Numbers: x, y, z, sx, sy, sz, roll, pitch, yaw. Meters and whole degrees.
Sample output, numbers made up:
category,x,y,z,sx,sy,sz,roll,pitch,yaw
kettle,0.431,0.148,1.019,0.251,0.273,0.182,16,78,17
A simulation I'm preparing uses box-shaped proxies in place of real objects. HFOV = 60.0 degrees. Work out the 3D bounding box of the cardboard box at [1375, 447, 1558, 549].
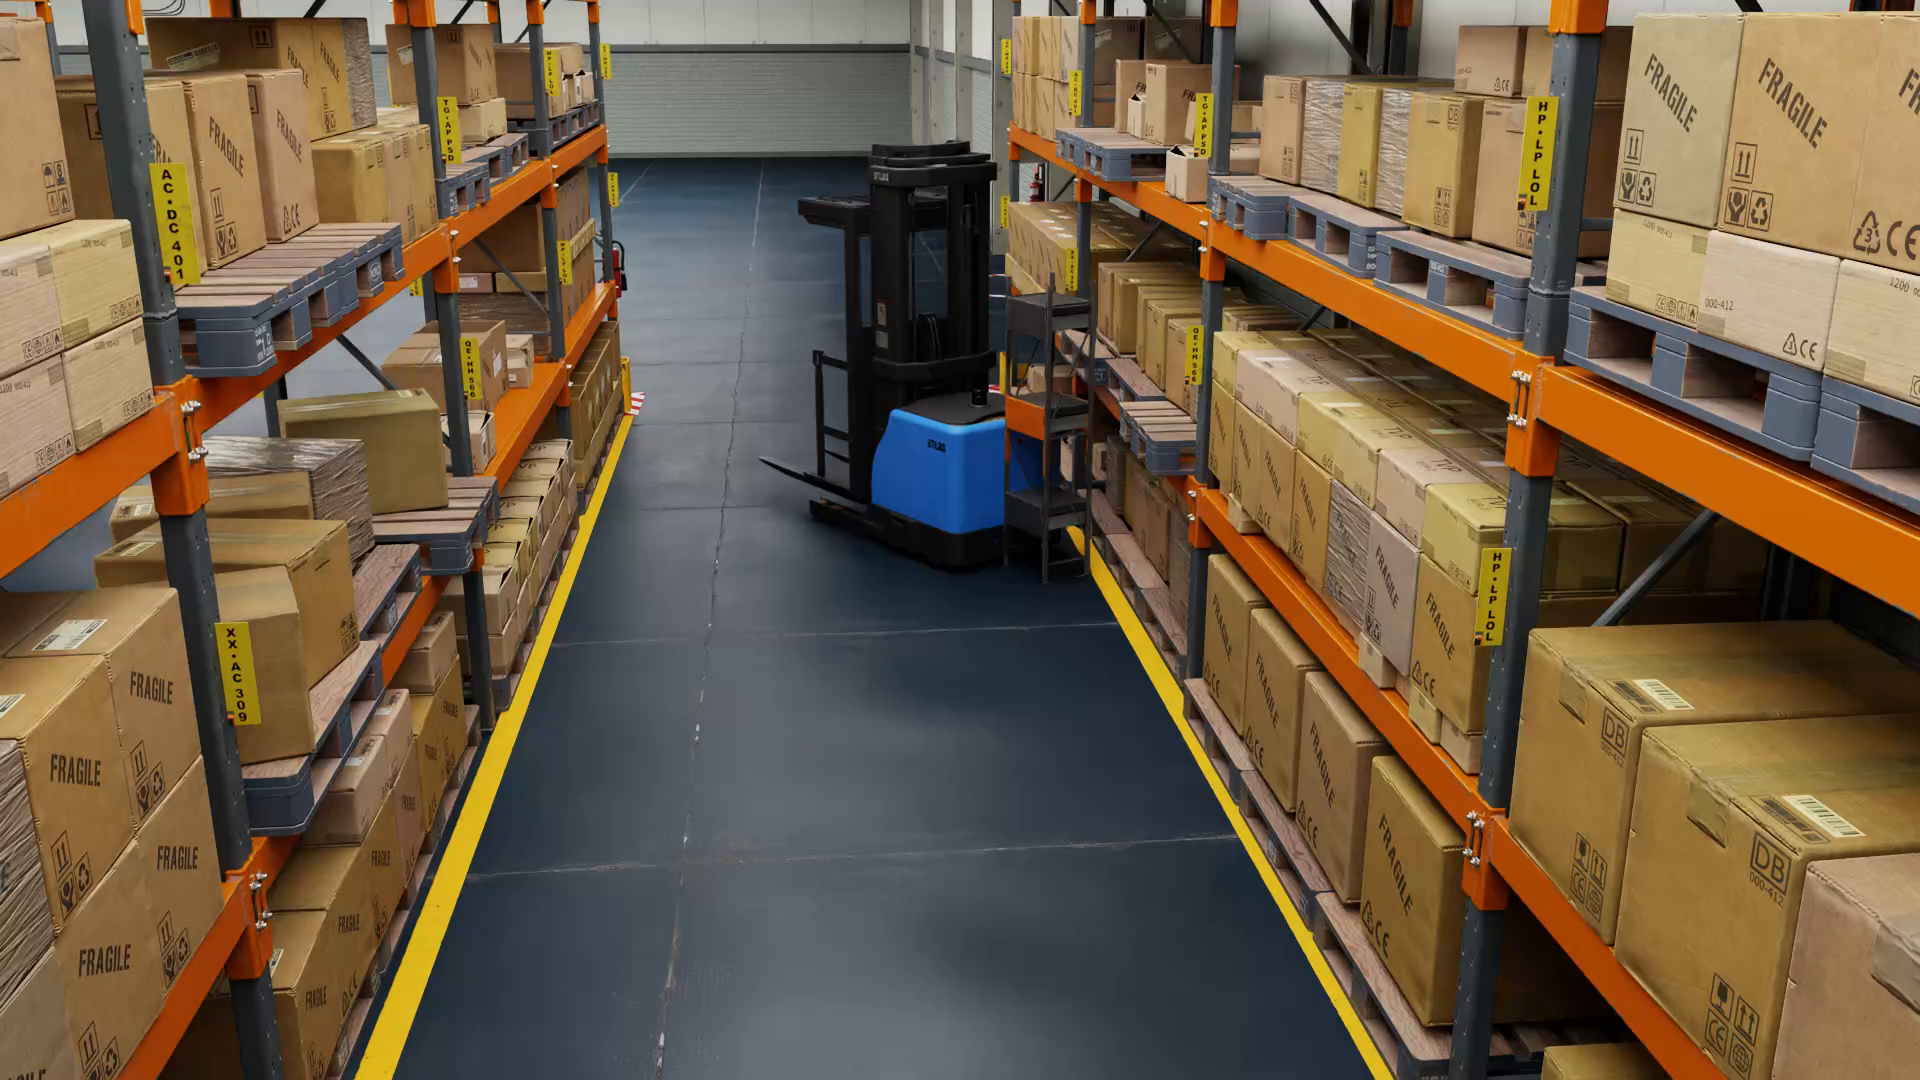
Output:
category,x,y,z,sx,sy,sz,roll,pitch,yaw
cardboard box,1.889,-0.163,6.241,0.500,0.250,0.500,-1,17,-4

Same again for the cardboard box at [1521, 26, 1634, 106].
category,x,y,z,sx,sy,sz,roll,pitch,yaw
cardboard box,2.275,-1.635,5.717,0.500,0.250,0.500,-1,17,-2

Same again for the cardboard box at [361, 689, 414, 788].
category,x,y,z,sx,sy,sz,roll,pitch,yaw
cardboard box,-2.655,0.857,7.125,0.500,0.250,0.500,-2,18,-7

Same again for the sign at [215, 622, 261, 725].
category,x,y,z,sx,sy,sz,roll,pitch,yaw
sign,-2.153,0.399,4.952,0.100,0.325,0.005,-2,18,-6

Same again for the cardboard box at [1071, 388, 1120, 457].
category,x,y,z,sx,sy,sz,roll,pitch,yaw
cardboard box,1.263,-1.031,14.393,0.500,0.500,0.500,-3,18,-10

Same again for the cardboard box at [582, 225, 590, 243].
category,x,y,z,sx,sy,sz,roll,pitch,yaw
cardboard box,-3.646,-2.839,15.462,0.380,0.149,0.250,-2,18,-6

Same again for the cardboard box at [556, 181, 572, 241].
category,x,y,z,sx,sy,sz,roll,pitch,yaw
cardboard box,-3.724,-2.799,14.253,0.700,0.500,0.500,-2,18,-6

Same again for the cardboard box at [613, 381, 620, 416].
category,x,y,z,sx,sy,sz,roll,pitch,yaw
cardboard box,-3.517,-1.333,15.804,0.500,0.250,0.500,-2,18,-6

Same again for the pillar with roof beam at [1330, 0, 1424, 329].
category,x,y,z,sx,sy,sz,roll,pitch,yaw
pillar with roof beam,-1.733,-3.658,9.304,9.100,9.000,0.400,-2,18,-6

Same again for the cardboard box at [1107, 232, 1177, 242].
category,x,y,z,sx,sy,sz,roll,pitch,yaw
cardboard box,1.520,-2.303,13.969,0.500,0.500,0.500,-2,18,-6

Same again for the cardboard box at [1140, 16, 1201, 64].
category,x,y,z,sx,sy,sz,roll,pitch,yaw
cardboard box,1.644,-3.826,12.980,0.500,0.500,0.500,-1,17,-4

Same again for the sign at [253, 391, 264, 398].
category,x,y,z,sx,sy,sz,roll,pitch,yaw
sign,-3.656,-0.894,8.585,0.100,0.325,0.005,-2,18,-6

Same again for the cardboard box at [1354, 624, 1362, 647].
category,x,y,z,sx,sy,sz,roll,pitch,yaw
cardboard box,1.842,0.391,6.810,0.380,0.149,0.250,-2,18,-6

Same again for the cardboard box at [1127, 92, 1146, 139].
category,x,y,z,sx,sy,sz,roll,pitch,yaw
cardboard box,1.450,-2.946,11.494,0.500,0.311,0.500,-1,17,-4

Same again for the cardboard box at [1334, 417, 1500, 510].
category,x,y,z,sx,sy,sz,roll,pitch,yaw
cardboard box,1.837,-0.315,6.725,0.500,0.250,0.500,-1,17,-5

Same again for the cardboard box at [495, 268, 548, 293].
category,x,y,z,sx,sy,sz,roll,pitch,yaw
cardboard box,-3.352,-1.995,12.774,0.380,0.149,0.250,-2,18,-6

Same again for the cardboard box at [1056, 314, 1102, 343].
category,x,y,z,sx,sy,sz,roll,pitch,yaw
cardboard box,1.060,-1.776,13.543,0.500,0.250,0.500,-2,18,-6

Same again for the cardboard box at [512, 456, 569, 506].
category,x,y,z,sx,sy,sz,roll,pitch,yaw
cardboard box,-3.130,-0.441,12.028,0.500,0.311,0.500,-1,17,-4

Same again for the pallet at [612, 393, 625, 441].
category,x,y,z,sx,sy,sz,roll,pitch,yaw
pallet,-3.809,-1.187,16.105,1.003,0.211,1.213,-2,18,-6

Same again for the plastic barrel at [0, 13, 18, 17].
category,x,y,z,sx,sy,sz,roll,pitch,yaw
plastic barrel,-8.680,-4.287,14.899,0.600,0.830,0.708,-2,18,-6

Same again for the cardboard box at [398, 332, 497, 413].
category,x,y,z,sx,sy,sz,roll,pitch,yaw
cardboard box,-3.348,-1.064,10.892,0.500,0.500,0.500,-2,18,-6

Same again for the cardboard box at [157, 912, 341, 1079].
category,x,y,z,sx,sy,sz,roll,pitch,yaw
cardboard box,-2.499,1.663,5.812,0.500,0.500,0.500,-3,18,-8

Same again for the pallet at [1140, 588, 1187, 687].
category,x,y,z,sx,sy,sz,roll,pitch,yaw
pallet,1.743,0.583,10.467,1.003,0.211,1.213,-2,18,-6

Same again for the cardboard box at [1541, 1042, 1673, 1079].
category,x,y,z,sx,sy,sz,roll,pitch,yaw
cardboard box,2.210,1.896,5.103,0.700,0.500,0.500,-2,17,-5

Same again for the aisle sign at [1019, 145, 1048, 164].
category,x,y,z,sx,sy,sz,roll,pitch,yaw
aisle sign,0.692,-4.150,16.549,0.394,0.787,0.004,-2,18,-6

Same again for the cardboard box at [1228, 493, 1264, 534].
category,x,y,z,sx,sy,sz,roll,pitch,yaw
cardboard box,1.587,-0.142,8.506,0.380,0.149,0.250,-1,17,-4

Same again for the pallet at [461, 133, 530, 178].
category,x,y,z,sx,sy,sz,roll,pitch,yaw
pallet,-3.413,-2.629,11.356,0.805,0.209,1.217,-2,18,-8

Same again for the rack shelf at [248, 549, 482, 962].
category,x,y,z,sx,sy,sz,roll,pitch,yaw
rack shelf,-2.898,0.579,7.026,1.077,0.370,4.000,-2,18,-6

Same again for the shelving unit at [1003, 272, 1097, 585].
category,x,y,z,sx,sy,sz,roll,pitch,yaw
shelving unit,0.621,-0.779,11.651,0.431,2.100,0.503,-11,20,-31

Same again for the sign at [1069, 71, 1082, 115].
category,x,y,z,sx,sy,sz,roll,pitch,yaw
sign,0.871,-3.365,12.516,0.100,0.325,0.005,-2,18,-6

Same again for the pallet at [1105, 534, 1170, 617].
category,x,y,z,sx,sy,sz,roll,pitch,yaw
pallet,1.621,0.221,11.622,1.003,0.211,1.213,-2,18,-6

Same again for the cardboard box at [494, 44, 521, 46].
category,x,y,z,sx,sy,sz,roll,pitch,yaw
cardboard box,-4.030,-3.986,14.257,0.500,0.500,0.500,-2,18,-6

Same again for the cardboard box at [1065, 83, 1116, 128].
category,x,y,z,sx,sy,sz,roll,pitch,yaw
cardboard box,1.112,-3.338,13.094,0.500,0.500,0.500,-1,17,-4

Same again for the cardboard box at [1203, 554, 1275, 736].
category,x,y,z,sx,sy,sz,roll,pitch,yaw
cardboard box,1.768,0.534,8.856,0.750,0.750,0.750,-2,18,-6

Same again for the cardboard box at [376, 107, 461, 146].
category,x,y,z,sx,sy,sz,roll,pitch,yaw
cardboard box,-3.381,-2.540,10.302,0.500,0.250,0.500,-3,18,-10

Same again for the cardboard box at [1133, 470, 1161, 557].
category,x,y,z,sx,sy,sz,roll,pitch,yaw
cardboard box,1.618,-0.199,11.742,0.700,0.500,0.500,-2,17,-5

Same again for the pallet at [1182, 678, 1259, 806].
category,x,y,z,sx,sy,sz,roll,pitch,yaw
pallet,1.829,1.053,8.970,1.003,0.211,1.213,-2,18,-6

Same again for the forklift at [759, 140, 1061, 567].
category,x,y,z,sx,sy,sz,roll,pitch,yaw
forklift,-0.535,-1.586,12.837,1.130,2.935,3.031,-13,22,-35

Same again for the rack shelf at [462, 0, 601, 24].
category,x,y,z,sx,sy,sz,roll,pitch,yaw
rack shelf,-3.723,-4.476,13.780,1.077,0.370,4.000,-2,18,-6

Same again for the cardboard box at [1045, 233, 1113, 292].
category,x,y,z,sx,sy,sz,roll,pitch,yaw
cardboard box,0.996,-2.282,13.902,0.500,0.500,0.500,-2,18,-6

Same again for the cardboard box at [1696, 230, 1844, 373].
category,x,y,z,sx,sy,sz,roll,pitch,yaw
cardboard box,2.082,-0.564,3.840,0.500,0.250,0.500,-2,18,-7

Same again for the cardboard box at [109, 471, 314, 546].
category,x,y,z,sx,sy,sz,roll,pitch,yaw
cardboard box,-2.935,0.059,6.613,0.700,0.500,0.500,-6,19,-20

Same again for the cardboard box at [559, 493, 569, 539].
category,x,y,z,sx,sy,sz,roll,pitch,yaw
cardboard box,-3.135,-0.175,12.116,0.500,0.250,0.500,-2,18,-6

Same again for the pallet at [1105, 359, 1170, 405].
category,x,y,z,sx,sy,sz,roll,pitch,yaw
pallet,1.578,-1.011,11.211,1.003,0.211,1.213,-2,18,-6

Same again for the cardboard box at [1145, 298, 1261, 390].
category,x,y,z,sx,sy,sz,roll,pitch,yaw
cardboard box,1.613,-1.282,10.852,0.700,0.500,0.500,-2,18,-6

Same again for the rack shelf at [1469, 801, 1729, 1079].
category,x,y,z,sx,sy,sz,roll,pitch,yaw
rack shelf,2.441,1.616,3.721,1.077,0.370,4.000,-2,18,-6

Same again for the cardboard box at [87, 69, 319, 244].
category,x,y,z,sx,sy,sz,roll,pitch,yaw
cardboard box,-2.811,-1.445,6.229,0.600,0.600,0.600,-2,18,-8

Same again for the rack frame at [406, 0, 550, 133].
category,x,y,z,sx,sy,sz,roll,pitch,yaw
rack frame,-3.517,-4.414,11.714,1.000,3.000,0.127,-2,18,-6

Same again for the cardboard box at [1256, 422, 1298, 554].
category,x,y,z,sx,sy,sz,roll,pitch,yaw
cardboard box,1.713,-0.257,7.790,0.500,0.500,0.500,-2,18,-6

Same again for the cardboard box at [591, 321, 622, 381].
category,x,y,z,sx,sy,sz,roll,pitch,yaw
cardboard box,-3.578,-1.839,16.166,0.500,0.500,0.500,-2,18,-6

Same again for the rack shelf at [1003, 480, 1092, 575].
category,x,y,z,sx,sy,sz,roll,pitch,yaw
rack shelf,0.621,-0.098,11.866,0.431,0.518,0.480,-11,20,-31

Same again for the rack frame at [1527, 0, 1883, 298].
category,x,y,z,sx,sy,sz,roll,pitch,yaw
rack frame,2.235,-2.185,4.613,1.000,3.000,0.127,-2,18,-6
